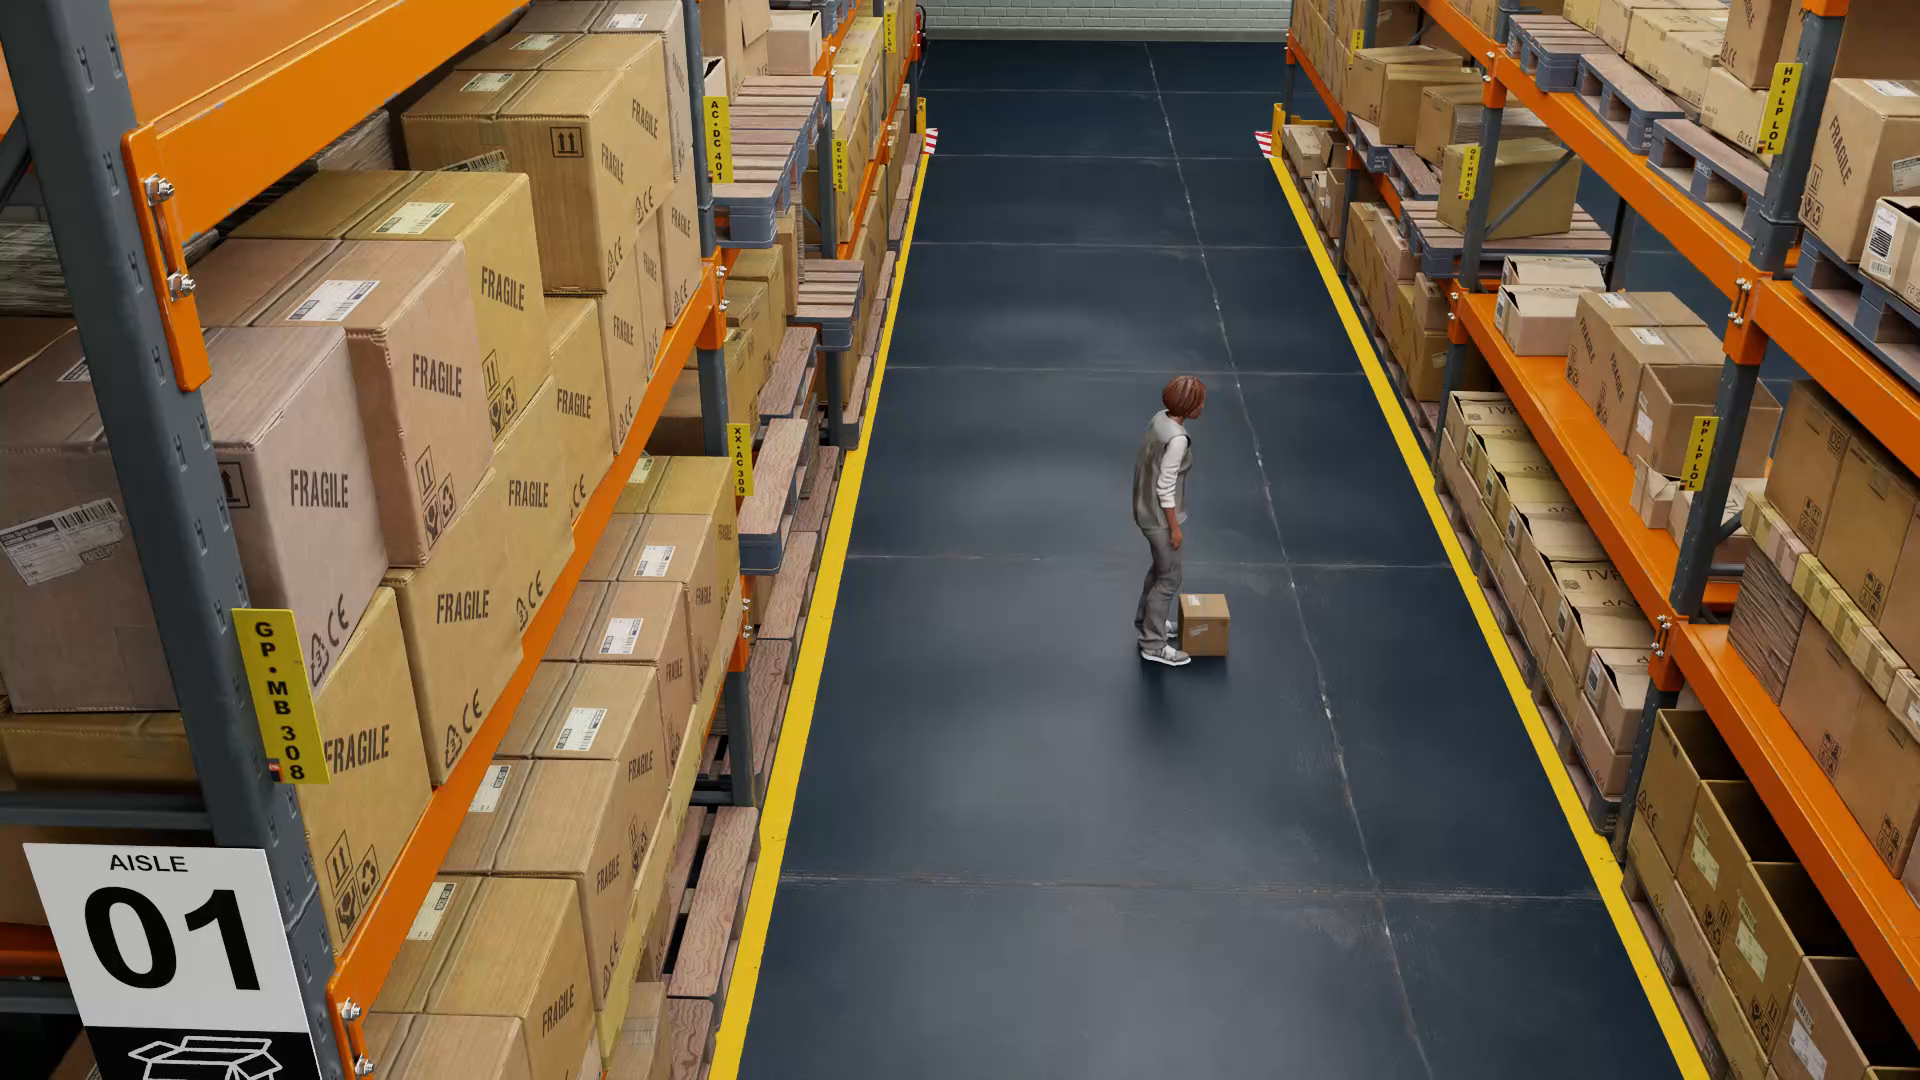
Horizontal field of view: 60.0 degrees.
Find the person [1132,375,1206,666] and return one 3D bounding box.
[{"bbox_3d":[1.094,-0.122,8.862,0.345,1.592,0.477,-1,28,-1],"label":"person"}]
